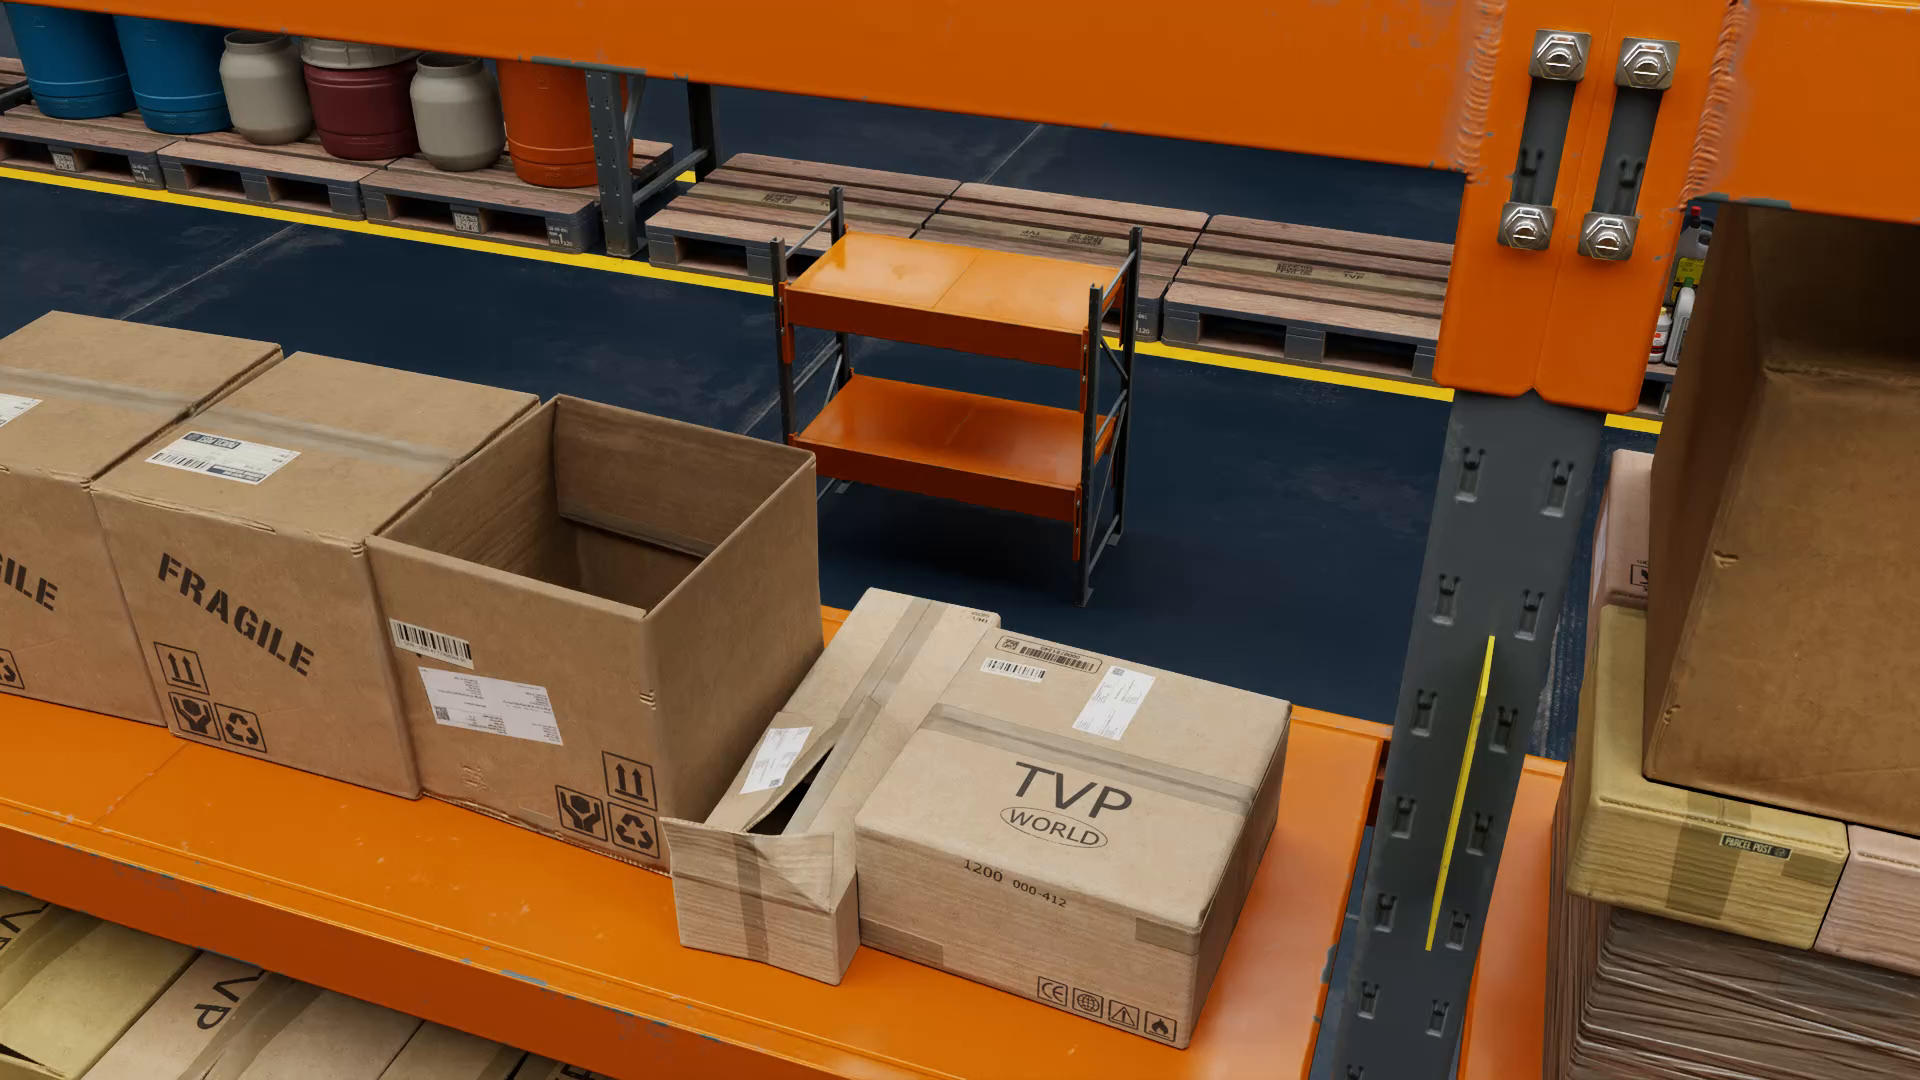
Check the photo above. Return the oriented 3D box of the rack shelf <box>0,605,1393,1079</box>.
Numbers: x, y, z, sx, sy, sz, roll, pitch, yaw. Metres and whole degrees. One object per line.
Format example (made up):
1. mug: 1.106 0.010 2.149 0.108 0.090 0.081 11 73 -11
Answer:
1. rack shelf: -1.227 0.359 3.092 4.000 0.370 1.077 11 34 16

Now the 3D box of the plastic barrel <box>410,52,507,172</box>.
1. plastic barrel: -2.463 -2.108 8.156 0.421 0.512 0.421 0 33 0

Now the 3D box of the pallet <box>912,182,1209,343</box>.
1. pallet: 0.426 -1.281 7.539 1.213 0.211 1.003 11 34 16

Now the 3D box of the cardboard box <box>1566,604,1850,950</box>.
1. cardboard box: 0.844 0.256 1.898 0.250 0.149 0.380 11 34 16

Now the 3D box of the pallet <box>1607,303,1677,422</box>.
1. pallet: 2.949 -0.790 6.780 1.213 0.211 1.003 11 34 16

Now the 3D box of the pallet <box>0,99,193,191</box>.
1. pallet: -4.488 -2.236 9.019 1.213 0.211 1.003 11 34 16

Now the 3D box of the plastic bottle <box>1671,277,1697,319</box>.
1. plastic bottle: 2.832 -0.877 6.441 0.133 0.283 0.061 11 34 16

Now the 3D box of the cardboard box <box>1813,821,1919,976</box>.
1. cardboard box: 1.080 0.302 1.827 0.250 0.149 0.380 12 35 17

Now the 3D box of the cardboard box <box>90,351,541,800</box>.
1. cardboard box: -1.029 0.044 2.825 0.500 0.500 0.500 11 34 17

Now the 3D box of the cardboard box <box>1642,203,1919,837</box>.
1. cardboard box: 1.076 -0.087 1.830 0.500 0.500 0.700 11 34 17

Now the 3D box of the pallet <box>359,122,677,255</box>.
1. pallet: -2.191 -1.790 8.327 1.213 0.211 1.003 11 34 16

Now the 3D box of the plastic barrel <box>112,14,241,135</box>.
1. plastic barrel: -4.027 -2.627 8.601 0.708 0.901 0.600 11 34 16

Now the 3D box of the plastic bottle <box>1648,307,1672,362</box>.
1. plastic bottle: 2.674 -0.796 6.392 0.097 0.201 0.097 0 33 0

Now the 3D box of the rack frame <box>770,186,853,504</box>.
1. rack frame: -0.485 -0.567 5.591 0.032 1.125 0.500 11 34 16

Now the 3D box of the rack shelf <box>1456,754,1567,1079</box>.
1. rack shelf: 2.539 1.091 1.958 4.000 0.370 1.077 11 34 16

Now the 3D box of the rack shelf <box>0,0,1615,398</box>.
1. rack shelf: -1.227 -0.901 2.279 4.000 0.370 1.077 11 34 16

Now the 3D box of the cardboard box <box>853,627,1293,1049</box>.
1. cardboard box: 0.178 0.418 2.476 0.500 0.250 0.500 13 35 19

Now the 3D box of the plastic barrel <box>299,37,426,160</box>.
1. plastic barrel: -2.964 -2.289 8.366 0.708 0.588 0.600 11 34 16

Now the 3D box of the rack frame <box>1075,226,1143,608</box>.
1. rack frame: 0.472 -0.381 5.303 0.032 1.125 0.500 11 34 16

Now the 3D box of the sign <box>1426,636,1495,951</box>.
1. sign: 0.482 0.248 1.606 0.005 0.325 0.100 11 34 16

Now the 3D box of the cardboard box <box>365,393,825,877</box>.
1. cardboard box: -0.557 0.135 2.683 0.500 0.500 0.500 14 35 20

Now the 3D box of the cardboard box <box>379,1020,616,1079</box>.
1. cardboard box: -0.783 1.053 2.984 0.500 0.311 0.500 11 34 16

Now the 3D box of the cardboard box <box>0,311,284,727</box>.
1. cardboard box: -1.524 -0.053 2.974 0.500 0.500 0.500 9 34 14

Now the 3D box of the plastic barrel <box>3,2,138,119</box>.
1. plastic barrel: -4.694 -2.757 8.801 0.708 0.901 0.600 11 34 16

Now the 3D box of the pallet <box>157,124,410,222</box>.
1. pallet: -3.336 -2.014 8.674 1.213 0.211 1.003 11 34 16

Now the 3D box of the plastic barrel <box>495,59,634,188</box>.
1. plastic barrel: -1.901 -2.184 7.980 0.708 0.830 0.600 11 34 16

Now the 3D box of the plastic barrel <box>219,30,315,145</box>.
1. plastic barrel: -3.526 -2.314 8.476 0.421 0.512 0.421 0 33 0

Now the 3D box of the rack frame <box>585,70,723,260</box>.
1. rack frame: -1.435 -2.838 7.380 0.127 3.000 1.000 11 34 16

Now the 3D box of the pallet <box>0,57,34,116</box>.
1. pallet: -5.906 -2.513 9.448 1.213 0.211 1.003 11 34 16

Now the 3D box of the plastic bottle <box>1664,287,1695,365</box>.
1. plastic bottle: 2.796 -0.819 6.359 0.135 0.276 0.152 12 35 18

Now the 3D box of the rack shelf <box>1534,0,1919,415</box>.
1. rack shelf: 2.539 -0.169 1.145 4.000 0.370 1.077 11 34 16

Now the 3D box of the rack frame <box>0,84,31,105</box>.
1. rack frame: -5.200 -3.570 8.514 0.127 3.000 1.000 11 34 16

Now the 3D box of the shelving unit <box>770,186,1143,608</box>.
1. shelving unit: -0.006 -0.474 5.447 1.048 1.125 0.538 11 34 16

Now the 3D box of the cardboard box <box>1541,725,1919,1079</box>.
1. cardboard box: 1.076 0.459 2.182 0.500 0.500 0.700 10 34 15

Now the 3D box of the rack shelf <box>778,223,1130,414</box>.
1. rack shelf: -0.006 -0.720 5.288 1.000 0.278 0.538 11 34 16

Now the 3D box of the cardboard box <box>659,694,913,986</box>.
1. cardboard box: -0.234 0.412 2.471 0.258 0.266 0.396 10 34 15

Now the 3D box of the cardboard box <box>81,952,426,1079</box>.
1. cardboard box: -1.255 0.960 3.129 0.500 0.311 0.500 11 34 16

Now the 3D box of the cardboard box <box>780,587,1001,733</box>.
1. cardboard box: -0.109 0.262 2.811 0.250 0.149 0.380 11 34 16

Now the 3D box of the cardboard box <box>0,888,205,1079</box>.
1. cardboard box: -1.739 0.866 3.274 0.500 0.311 0.500 10 34 15

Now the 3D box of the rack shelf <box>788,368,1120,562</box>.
1. rack shelf: -0.006 -0.268 5.579 1.000 0.278 0.538 11 34 16

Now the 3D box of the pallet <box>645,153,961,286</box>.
1. pallet: -0.719 -1.505 7.886 1.213 0.211 1.003 11 34 16

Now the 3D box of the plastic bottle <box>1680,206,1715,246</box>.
1. plastic bottle: 3.034 -1.207 6.891 0.185 0.351 0.144 10 34 15

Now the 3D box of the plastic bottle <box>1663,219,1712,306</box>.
1. plastic bottle: 2.985 -1.134 6.777 0.185 0.351 0.144 11 34 16

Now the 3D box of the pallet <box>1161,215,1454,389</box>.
1. pallet: 1.578 -1.058 7.195 1.213 0.211 1.003 11 34 16

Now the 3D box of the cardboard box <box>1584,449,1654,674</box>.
1. cardboard box: 0.984 0.048 2.219 0.250 0.149 0.380 11 34 16
